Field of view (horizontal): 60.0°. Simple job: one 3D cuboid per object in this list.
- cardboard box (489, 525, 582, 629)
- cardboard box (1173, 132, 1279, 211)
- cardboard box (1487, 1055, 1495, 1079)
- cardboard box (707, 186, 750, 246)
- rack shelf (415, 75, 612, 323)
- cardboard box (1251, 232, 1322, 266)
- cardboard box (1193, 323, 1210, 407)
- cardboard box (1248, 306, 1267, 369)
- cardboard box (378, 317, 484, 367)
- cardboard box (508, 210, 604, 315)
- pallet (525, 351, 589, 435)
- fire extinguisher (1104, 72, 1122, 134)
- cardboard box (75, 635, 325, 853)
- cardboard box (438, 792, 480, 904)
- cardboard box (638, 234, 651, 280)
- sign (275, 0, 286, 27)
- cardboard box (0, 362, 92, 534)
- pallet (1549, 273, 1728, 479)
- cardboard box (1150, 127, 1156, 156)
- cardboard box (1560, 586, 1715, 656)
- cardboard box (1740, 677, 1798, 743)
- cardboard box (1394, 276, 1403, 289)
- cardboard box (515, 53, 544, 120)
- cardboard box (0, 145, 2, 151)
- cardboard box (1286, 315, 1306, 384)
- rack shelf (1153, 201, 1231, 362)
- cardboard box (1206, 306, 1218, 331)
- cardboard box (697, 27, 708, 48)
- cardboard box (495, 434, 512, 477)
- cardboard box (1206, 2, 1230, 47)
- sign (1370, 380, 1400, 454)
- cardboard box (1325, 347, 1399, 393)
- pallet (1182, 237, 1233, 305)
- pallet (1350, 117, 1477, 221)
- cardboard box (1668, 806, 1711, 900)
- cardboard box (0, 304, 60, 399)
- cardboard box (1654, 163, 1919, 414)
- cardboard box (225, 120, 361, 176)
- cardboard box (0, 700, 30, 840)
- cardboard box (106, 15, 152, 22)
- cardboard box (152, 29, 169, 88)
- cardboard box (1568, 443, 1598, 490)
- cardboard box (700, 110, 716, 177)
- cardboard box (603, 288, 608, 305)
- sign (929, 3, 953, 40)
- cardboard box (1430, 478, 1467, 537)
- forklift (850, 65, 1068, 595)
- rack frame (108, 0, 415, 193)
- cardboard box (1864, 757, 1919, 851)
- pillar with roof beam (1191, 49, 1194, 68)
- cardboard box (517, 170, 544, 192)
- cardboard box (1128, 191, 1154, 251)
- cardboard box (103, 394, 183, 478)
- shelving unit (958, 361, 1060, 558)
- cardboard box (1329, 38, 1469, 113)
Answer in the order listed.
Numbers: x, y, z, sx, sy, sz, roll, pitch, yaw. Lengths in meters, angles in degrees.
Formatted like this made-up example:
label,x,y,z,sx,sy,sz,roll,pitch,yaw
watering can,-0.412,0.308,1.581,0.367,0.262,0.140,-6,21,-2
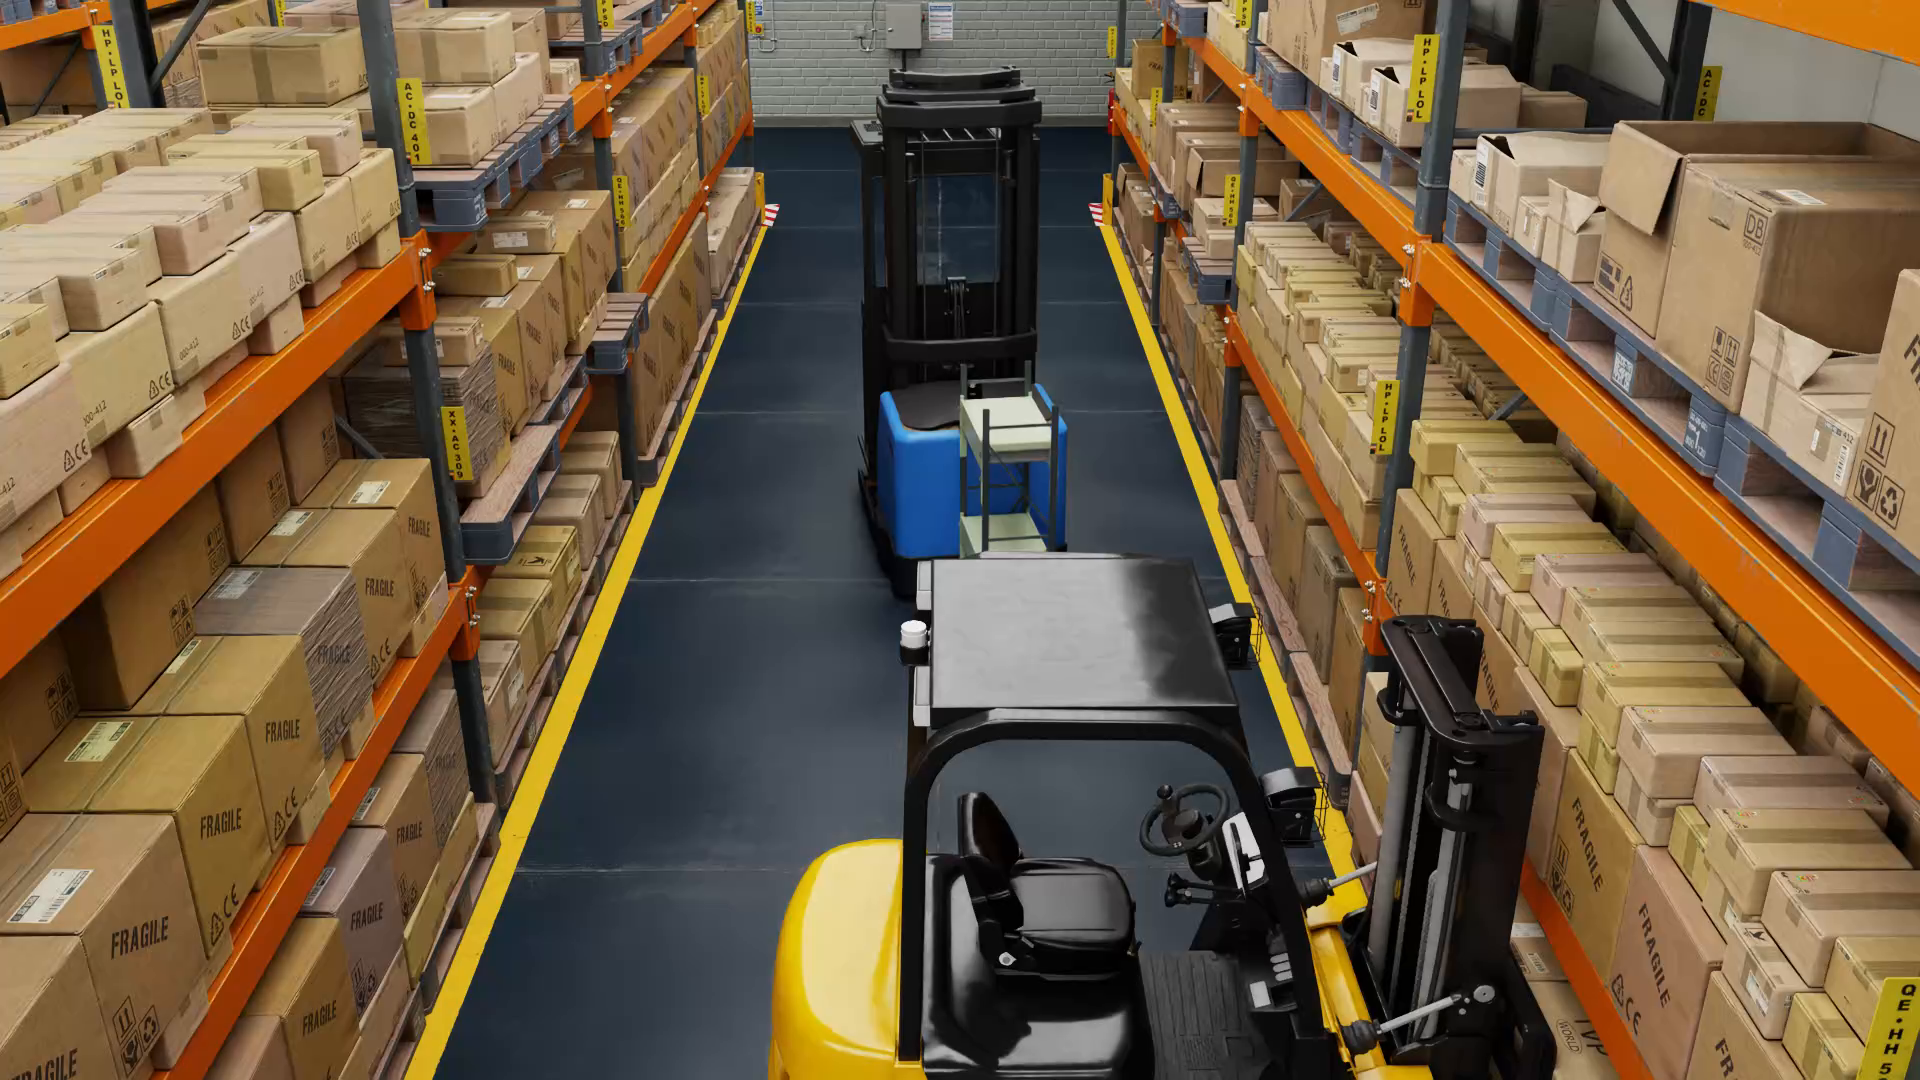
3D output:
label,x,y,z,sx,sy,sz,roll,pitch,yaw
cardboard box,-2.676,0.206,9.334,0.950,0.372,0.625,1,24,1
cardboard box,2.024,-2.821,12.717,0.700,0.500,0.500,0,24,-1
cardboard box,2.018,1.632,5.722,0.500,0.250,0.500,0,24,-1
cardboard box,-2.653,-3.321,17.053,0.875,0.438,0.875,0,24,1
rack shelf,-2.670,-1.864,8.465,1.077,0.370,4.000,0,24,-1
cardboard box,1.985,-1.772,10.119,0.380,0.149,0.250,0,24,1
cardboard box,2.049,-1.321,12.554,0.500,0.500,0.500,1,24,2
cardboard box,2.033,-1.214,9.976,0.500,0.250,0.500,-1,24,-2
cardboard box,-2.299,-0.865,7.243,0.380,0.149,0.250,0,24,-1
cardboard box,-2.392,-1.623,9.706,0.500,0.500,0.500,-1,24,-1
pallet,-2.629,-0.747,8.994,1.003,0.211,1.213,0,24,-1
fire extinguisher,1.721,-4.823,18.321,0.296,0.674,0.183,0,24,-1
cardboard box,-2.361,0.637,5.220,0.500,0.500,0.500,-1,24,-2
cardboard box,-2.372,1.303,7.057,0.500,0.250,0.500,1,24,2
cardboard box,-2.468,-1.995,11.704,0.500,0.250,0.500,-1,24,-2
sign,-7.172,-5.548,17.588,0.100,0.325,0.005,0,24,-1
cardboard box,-2.339,-0.203,3.740,0.500,0.250,0.500,-1,24,-1
pallet,2.361,-0.499,4.680,1.003,0.211,1.213,0,24,-1
cardboard box,1.979,-3.598,14.885,0.500,0.250,0.500,0,24,1
cardboard box,2.136,0.264,5.257,0.380,0.149,0.250,0,24,0
cardboard box,2.621,0.509,5.075,0.380,0.149,0.250,0,24,-1
cardboard box,2.618,-1.356,9.199,0.380,0.149,0.250,-1,24,-1
cardboard box,-2.287,-2.150,7.896,0.500,0.250,0.500,-1,24,-1
cardboard box,-7.471,-2.880,12.552,0.380,0.149,0.250,-1,24,-3
cardboard box,2.055,-1.016,8.933,0.500,0.250,0.500,0,24,0
rack shelf,2.250,-2.170,12.780,1.077,0.370,4.000,0,24,-1
cardboard box,2.060,-1.656,12.509,0.380,0.149,0.250,-1,24,-1
cardboard box,-2.484,-4.539,15.024,0.380,0.149,0.250,0,24,-1
cardboard box,-2.332,-0.410,7.812,0.380,0.149,0.250,0,24,1
cardboard box,2.012,-3.595,11.602,0.500,0.250,0.500,0,24,-1
sign,1.773,-0.510,6.929,0.100,0.325,0.005,0,24,-1
cardboard box,1.983,-0.821,8.017,0.380,0.149,0.250,-1,24,-2
pallet,2.194,-1.865,11.466,1.213,0.211,1.003,0,24,-1
pallet,2.293,-1.668,7.390,0.805,0.209,1.217,-1,24,-3
cardboard box,2.110,0.826,4.375,0.380,0.149,0.250,0,24,-1
cardboard box,-2.292,-0.427,3.751,0.380,0.149,0.250,0,24,-1
cardboard box,2.200,-0.630,4.110,0.700,0.500,0.500,0,24,0
cardboard box,-2.346,-1.380,5.859,0.380,0.149,0.250,-1,24,-2
cardboard box,-2.826,0.592,4.105,0.700,0.500,0.500,0,24,0
cardboard box,-7.983,-4.700,15.807,0.500,0.500,0.500,-1,24,-2
cardboard box,-7.466,-4.271,14.858,0.500,0.500,0.500,-1,24,-2
cardboard box,2.583,-0.268,6.433,0.380,0.149,0.250,-1,24,-2
cardboard box,-2.478,-3.538,14.811,0.500,0.500,0.500,1,24,1
cardboard box,-2.377,-1.482,10.182,0.380,0.149,0.250,0,24,0
sign,-0.270,-7.263,23.284,0.329,0.494,0.001,0,24,-1
cardboard box,2.060,-0.127,6.482,0.380,0.149,0.250,0,24,1
forklift,-0.098,-1.589,10.707,1.130,2.935,3.031,-4,25,-8
rack frame,-2.648,-2.735,5.876,1.000,3.000,0.127,0,24,-1
cardboard box,2.595,0.688,4.318,0.380,0.149,0.250,0,24,0
pillar with roof beam,-1.248,-8.799,19.285,9.100,9.000,0.400,0,24,-1
cardboard box,-2.959,-2.363,10.999,0.500,0.500,0.500,-1,24,-2
cardboard box,1.973,-3.199,16.707,0.500,0.500,0.500,0,24,0
cardboard box,-2.301,-0.276,4.385,0.380,0.149,0.250,0,24,0
shelving unit,0.258,-0.157,9.272,0.431,1.500,0.755,-4,25,-8
cardboard box,2.056,-2.202,7.815,0.500,0.311,0.500,-1,24,-2
